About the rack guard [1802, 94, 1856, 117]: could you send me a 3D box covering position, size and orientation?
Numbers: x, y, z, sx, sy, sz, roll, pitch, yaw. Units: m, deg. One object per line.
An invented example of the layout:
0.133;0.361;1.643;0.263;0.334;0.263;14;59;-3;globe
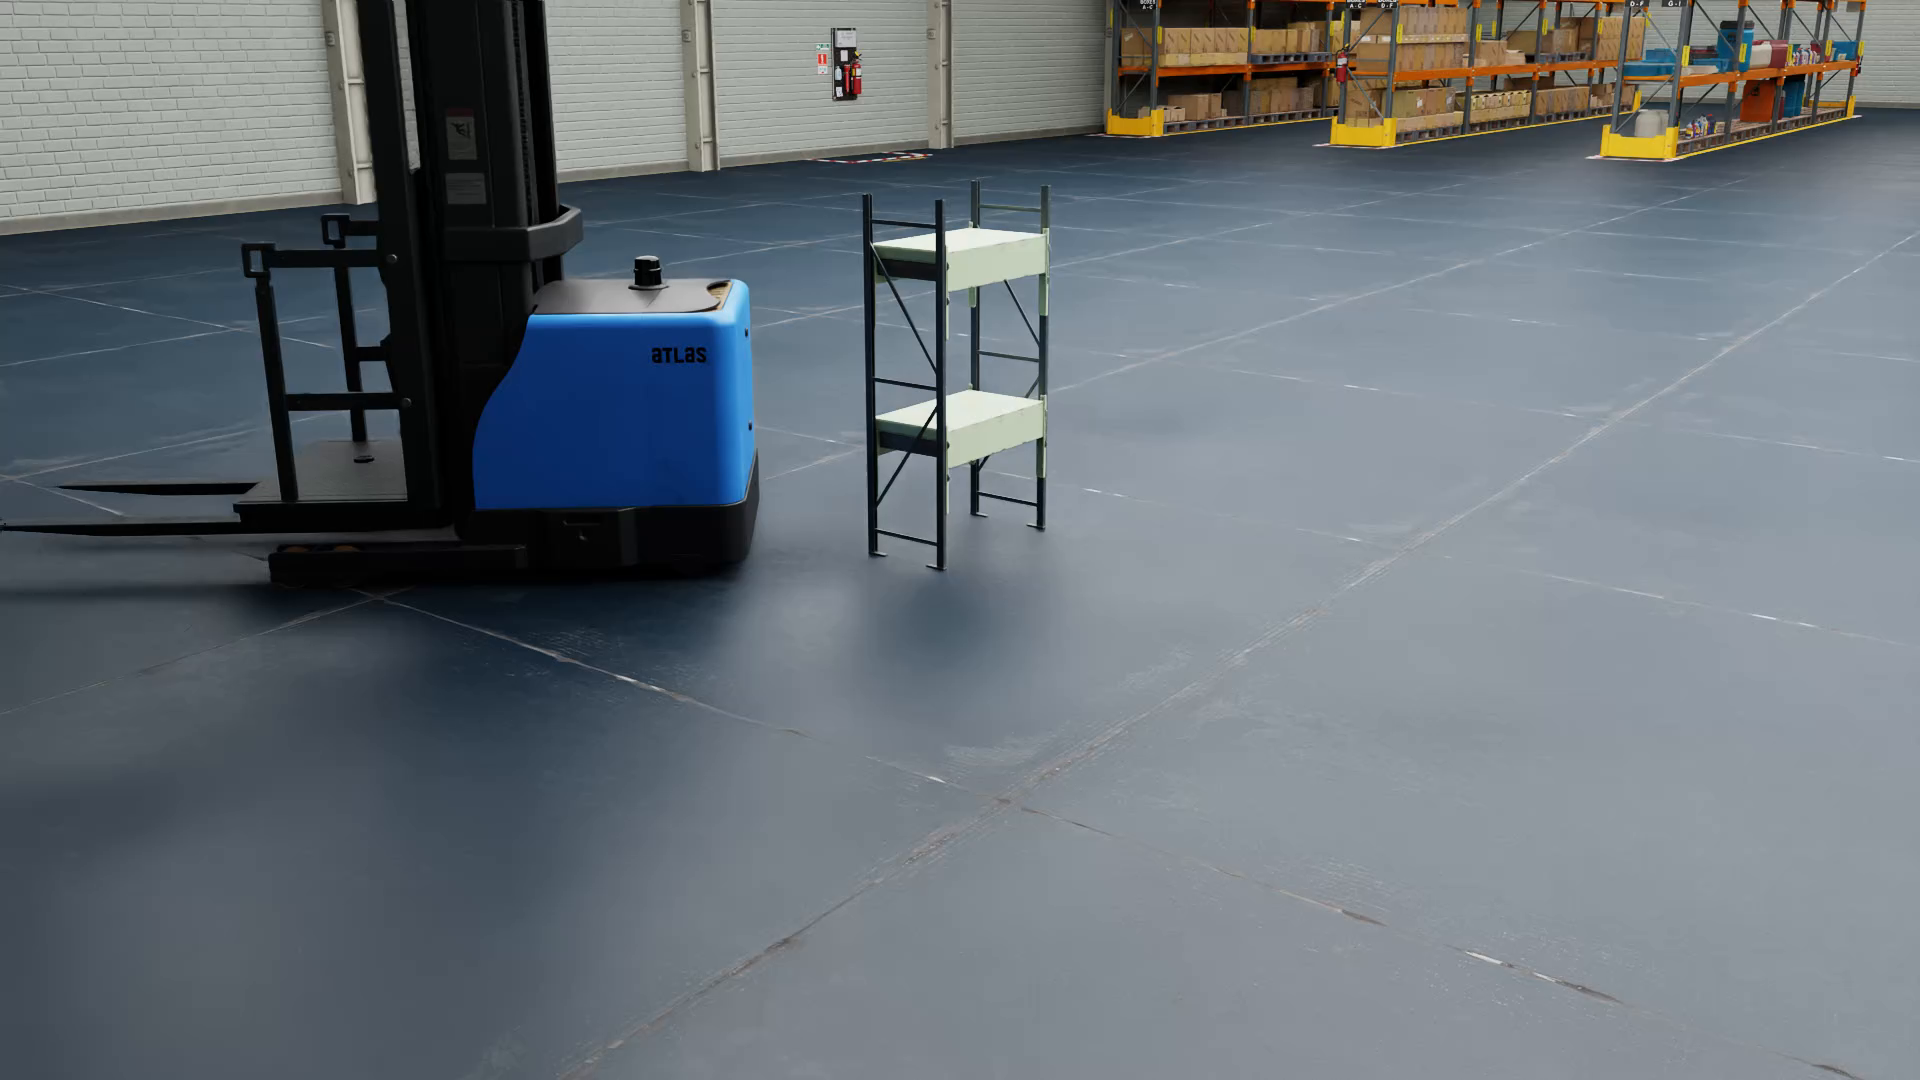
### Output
20.993;-10.522;40.283;1.175;0.500;0.348;12;21;35;rack guard

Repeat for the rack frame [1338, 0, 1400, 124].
7.480;-8.773;30.436;1.000;3.000;0.127;12;21;35;rack frame

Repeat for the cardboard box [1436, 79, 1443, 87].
12.696;-12.281;45.238;0.700;0.500;0.500;12;21;35;cardboard box

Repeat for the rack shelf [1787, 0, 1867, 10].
19.797;-12.320;38.014;1.077;0.370;4.000;12;21;35;rack shelf

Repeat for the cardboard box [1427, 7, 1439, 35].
8.707;-9.927;31.798;0.700;0.500;0.500;12;21;35;cardboard box

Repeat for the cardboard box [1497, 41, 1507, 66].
11.260;-10.324;35.261;0.500;0.500;0.500;11;20;32;cardboard box

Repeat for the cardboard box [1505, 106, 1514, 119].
11.522;-9.155;35.594;0.500;0.250;0.500;13;21;36;cardboard box

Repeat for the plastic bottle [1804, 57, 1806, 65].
17.985;-10.237;35.487;0.097;0.201;0.097;0;17;0;plastic bottle

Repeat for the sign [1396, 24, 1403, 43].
7.922;-9.125;29.976;0.100;0.325;0.005;12;21;35;sign

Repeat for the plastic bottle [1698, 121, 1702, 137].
13.170;-7.334;29.662;0.097;0.271;0.097;0;17;0;plastic bottle

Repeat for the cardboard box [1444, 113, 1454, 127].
9.456;-8.347;32.992;0.500;0.250;0.500;12;21;35;cardboard box

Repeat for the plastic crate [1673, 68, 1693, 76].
12.247;-7.927;28.157;0.298;0.136;0.250;12;21;35;plastic crate

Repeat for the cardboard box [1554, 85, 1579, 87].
14.741;-10.833;40.544;0.500;0.500;0.500;12;21;35;cardboard box

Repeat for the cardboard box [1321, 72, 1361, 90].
9.336;-11.086;40.802;0.750;0.750;0.750;12;21;34;cardboard box

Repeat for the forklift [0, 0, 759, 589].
-2.403;-1.367;6.704;3.031;2.935;1.130;-1;17;-4;forklift

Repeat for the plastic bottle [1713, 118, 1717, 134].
13.817;-7.589;30.464;0.061;0.283;0.133;14;22;37;plastic bottle

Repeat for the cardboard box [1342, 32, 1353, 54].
9.080;-11.946;39.949;0.500;0.500;0.500;13;22;36;cardboard box

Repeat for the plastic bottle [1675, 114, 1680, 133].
13.140;-7.650;30.545;0.144;0.351;0.185;12;21;35;plastic bottle

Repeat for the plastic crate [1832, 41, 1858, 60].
20.939;-11.640;39.509;0.616;0.435;0.499;12;21;35;plastic crate

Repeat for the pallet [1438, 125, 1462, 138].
9.355;-8.212;33.331;1.003;0.211;1.213;12;21;35;pallet

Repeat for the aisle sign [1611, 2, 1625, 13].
16.818;-13.893;42.542;0.394;0.787;0.004;12;21;35;aisle sign

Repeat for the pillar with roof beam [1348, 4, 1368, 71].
13.829;-14.929;40.146;9.100;9.000;0.400;12;21;35;pillar with roof beam

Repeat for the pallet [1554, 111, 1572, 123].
13.449;-9.807;38.468;1.003;0.211;1.213;12;21;35;pallet

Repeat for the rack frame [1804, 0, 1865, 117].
20.989;-11.708;39.886;1.000;3.000;0.127;12;21;35;rack frame

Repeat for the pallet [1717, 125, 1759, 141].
15.002;-8.003;32.660;1.003;0.211;1.213;12;21;35;pallet

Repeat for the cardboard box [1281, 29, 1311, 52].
7.682;-11.559;38.498;0.700;0.500;0.500;10;20;30;cardboard box

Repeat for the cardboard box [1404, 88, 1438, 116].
8.874;-8.464;32.104;0.500;0.500;0.500;12;21;35;cardboard box

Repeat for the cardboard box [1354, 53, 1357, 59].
9.553;-11.847;40.726;0.380;0.149;0.250;13;21;35;cardboard box

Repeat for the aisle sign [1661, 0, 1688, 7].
11.648;-9.069;27.007;0.394;0.787;0.004;12;21;35;aisle sign

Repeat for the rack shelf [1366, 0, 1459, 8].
11.841;-14.071;43.652;1.077;0.370;4.000;12;21;35;rack shelf

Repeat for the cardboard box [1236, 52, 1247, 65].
5.843;-10.372;35.804;0.500;0.250;0.500;12;21;35;cardboard box

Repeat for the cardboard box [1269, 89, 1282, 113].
6.912;-10.041;37.993;0.700;0.500;0.500;13;21;35;cardboard box

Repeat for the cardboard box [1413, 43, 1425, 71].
8.377;-9.173;31.555;0.700;0.500;0.500;13;21;35;cardboard box

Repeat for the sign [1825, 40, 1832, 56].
19.046;-10.789;36.463;0.100;0.325;0.005;12;21;35;sign

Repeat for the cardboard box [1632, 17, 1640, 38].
16.668;-12.834;41.659;0.500;0.500;0.500;13;22;36;cardboard box

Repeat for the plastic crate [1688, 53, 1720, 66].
13.425;-8.718;30.363;0.767;0.338;0.504;12;21;35;plastic crate

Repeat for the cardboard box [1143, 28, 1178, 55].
4.025;-10.004;33.355;0.500;0.500;0.500;12;21;35;cardboard box

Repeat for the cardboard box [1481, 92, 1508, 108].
11.224;-9.302;35.121;0.500;0.311;0.500;13;22;36;cardboard box

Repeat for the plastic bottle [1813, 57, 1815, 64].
18.583;-10.476;36.257;0.097;0.201;0.097;0;17;0;plastic bottle

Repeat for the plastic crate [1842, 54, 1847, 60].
20.648;-11.384;39.188;0.396;0.136;0.243;12;21;35;plastic crate

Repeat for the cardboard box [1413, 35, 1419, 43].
8.343;-9.368;31.090;0.380;0.149;0.250;12;21;34;cardboard box

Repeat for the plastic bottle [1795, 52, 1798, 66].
17.465;-10.059;34.776;0.061;0.283;0.133;12;21;35;plastic bottle

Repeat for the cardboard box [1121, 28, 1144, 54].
3.609;-10.093;33.643;0.500;0.500;0.500;12;21;34;cardboard box

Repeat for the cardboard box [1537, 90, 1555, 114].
13.054;-9.878;37.469;0.500;0.500;0.500;12;21;33;cardboard box

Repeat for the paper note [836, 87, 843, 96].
-2.018;-7.505;27.840;0.016;0.148;0.142;12;21;35;paper note

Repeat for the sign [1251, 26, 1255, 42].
6.323;-10.919;35.889;0.100;0.325;0.005;12;21;35;sign

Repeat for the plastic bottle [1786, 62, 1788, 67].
16.972;-9.863;34.142;0.061;0.283;0.133;12;21;35;plastic bottle

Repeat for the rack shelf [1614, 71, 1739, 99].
12.647;-8.029;29.255;1.077;0.370;4.000;12;21;35;rack shelf

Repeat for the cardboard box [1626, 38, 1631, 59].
16.357;-12.235;41.415;0.500;0.500;0.500;13;21;35;cardboard box

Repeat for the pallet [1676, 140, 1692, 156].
11.951;-6.784;28.733;1.003;0.211;1.213;12;21;35;pallet

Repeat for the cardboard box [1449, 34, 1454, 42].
9.414;-9.796;32.470;0.380;0.149;0.250;12;21;35;cardboard box

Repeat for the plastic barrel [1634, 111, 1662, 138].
11.786;-7.079;28.470;0.421;0.512;0.421;0;17;0;plastic barrel

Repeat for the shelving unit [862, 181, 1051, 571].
-0.004;-0.715;7.016;0.431;1.500;0.755;12;21;35;shelving unit

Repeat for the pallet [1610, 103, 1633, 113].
16.493;-11.044;42.451;1.003;0.211;1.213;12;21;35;pallet

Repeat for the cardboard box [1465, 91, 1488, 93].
11.086;-9.513;35.802;0.500;0.311;0.500;12;21;33;cardboard box
